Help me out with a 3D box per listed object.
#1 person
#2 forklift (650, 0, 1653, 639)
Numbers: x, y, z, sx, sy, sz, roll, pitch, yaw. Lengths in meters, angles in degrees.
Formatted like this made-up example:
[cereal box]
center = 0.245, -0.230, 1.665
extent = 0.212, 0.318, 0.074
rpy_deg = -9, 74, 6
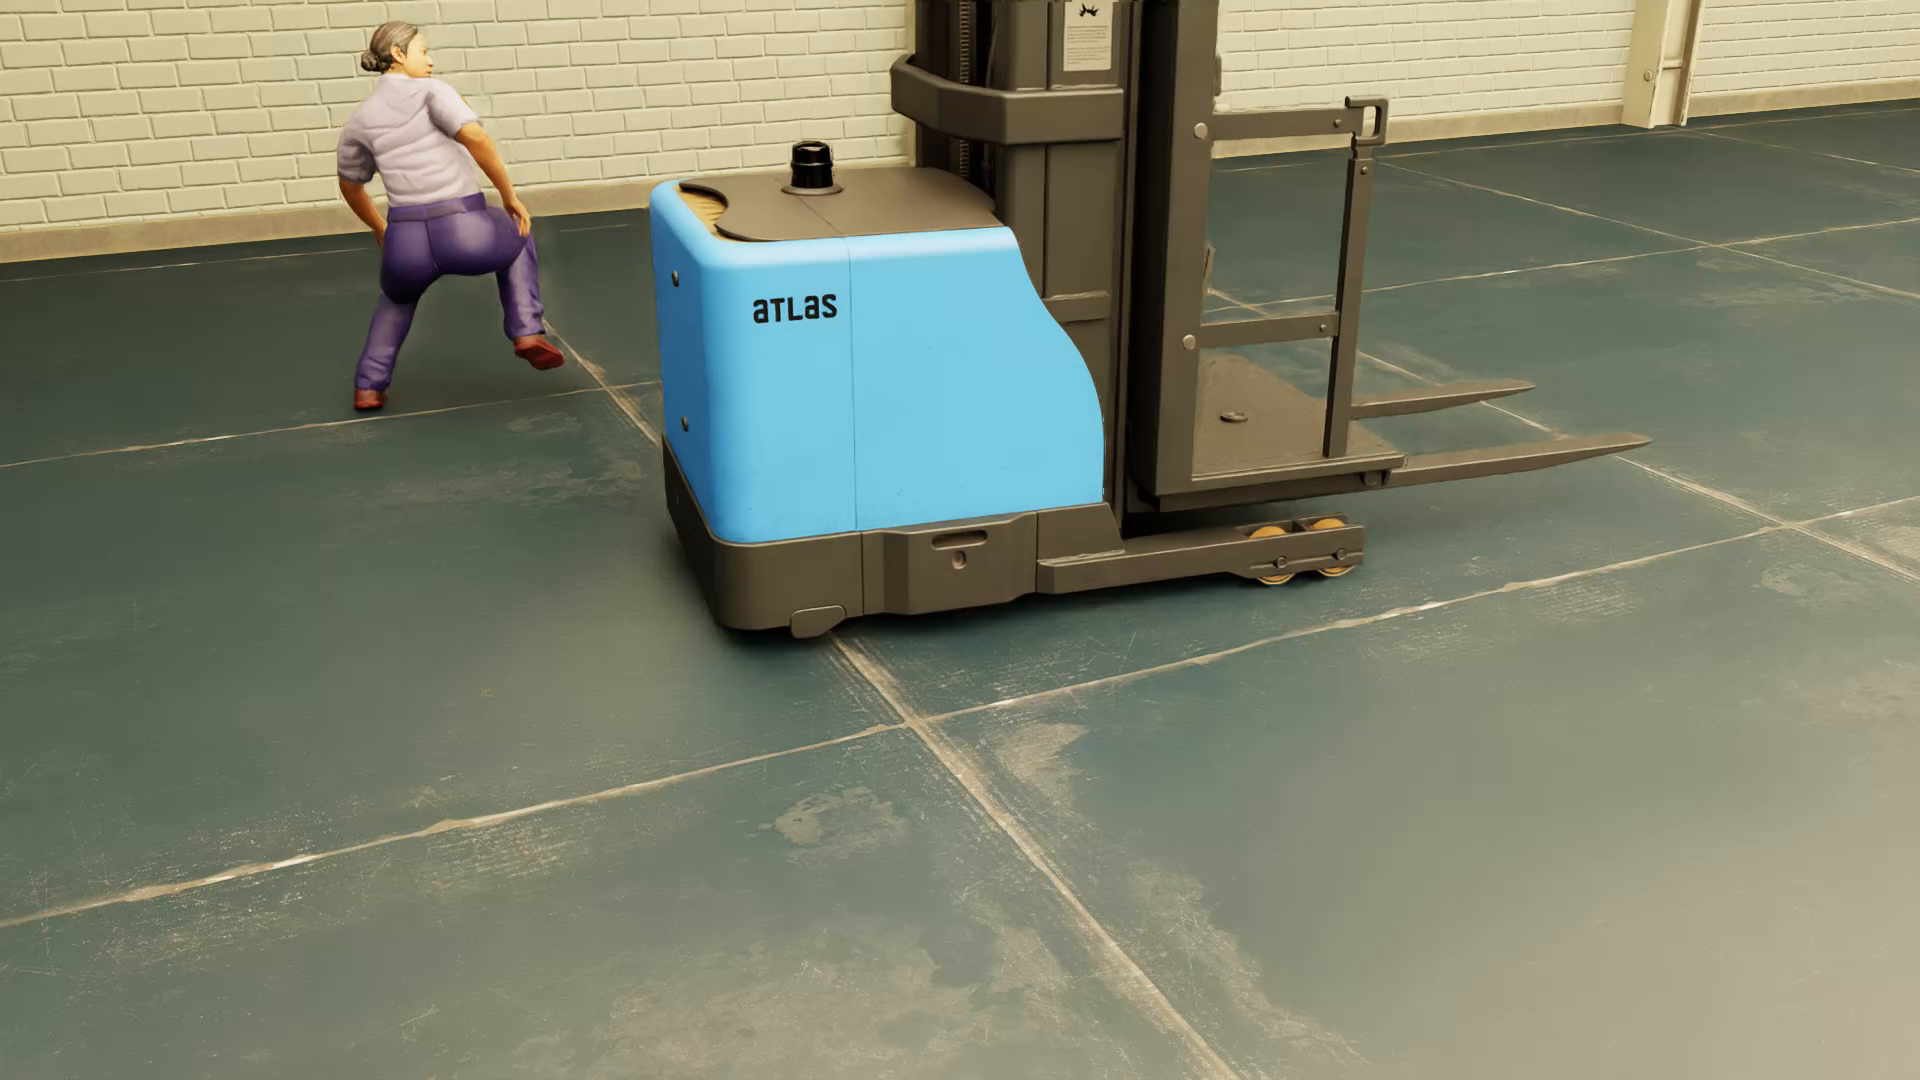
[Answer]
[person]
center = -1.940, -1.175, 6.170
extent = 0.771, 1.432, 0.632
rpy_deg = 0, 23, 1
[forklift]
center = 0.664, -1.409, 4.677
extent = 3.031, 2.935, 1.130
rpy_deg = -7, 24, -16
